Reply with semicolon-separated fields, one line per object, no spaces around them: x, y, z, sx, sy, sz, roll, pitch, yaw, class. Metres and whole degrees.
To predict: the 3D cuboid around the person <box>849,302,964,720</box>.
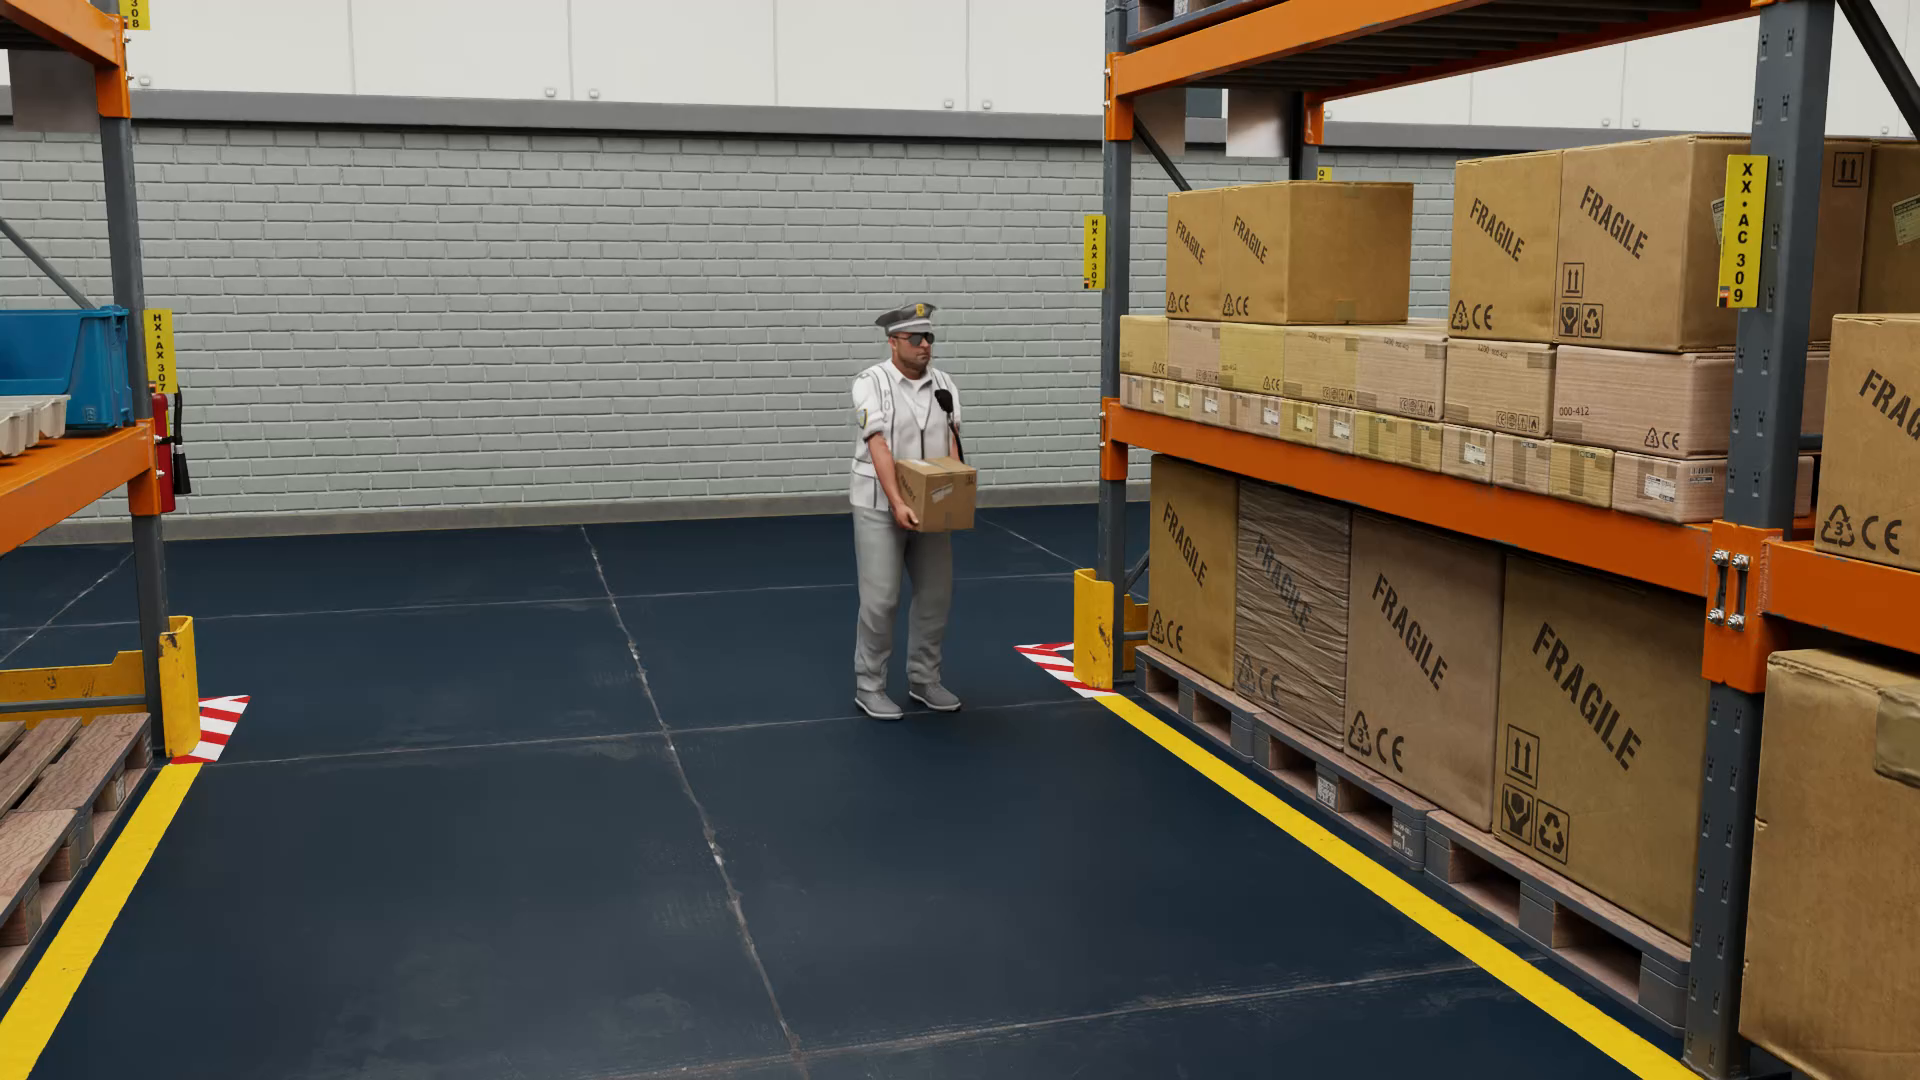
-0.194;-0.126;7.108;0.490;1.768;0.573;-6;11;-31;person
